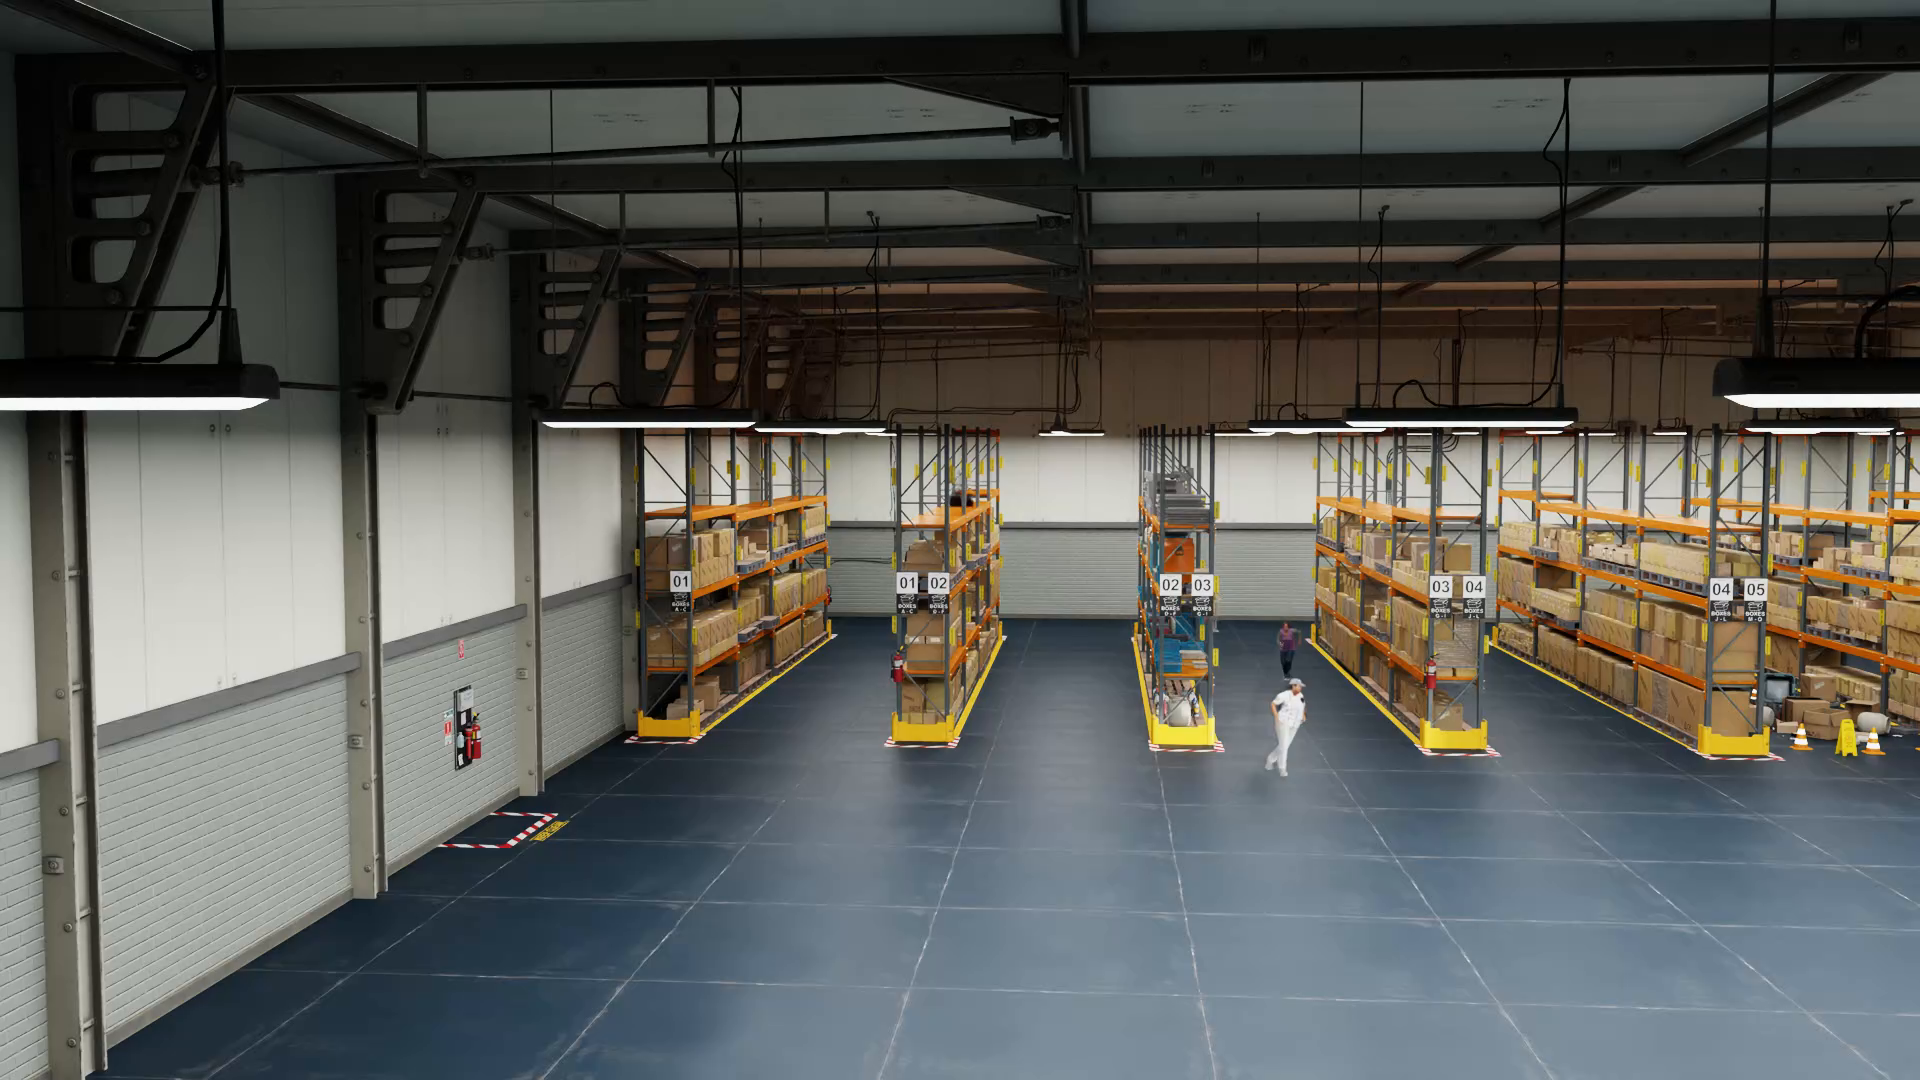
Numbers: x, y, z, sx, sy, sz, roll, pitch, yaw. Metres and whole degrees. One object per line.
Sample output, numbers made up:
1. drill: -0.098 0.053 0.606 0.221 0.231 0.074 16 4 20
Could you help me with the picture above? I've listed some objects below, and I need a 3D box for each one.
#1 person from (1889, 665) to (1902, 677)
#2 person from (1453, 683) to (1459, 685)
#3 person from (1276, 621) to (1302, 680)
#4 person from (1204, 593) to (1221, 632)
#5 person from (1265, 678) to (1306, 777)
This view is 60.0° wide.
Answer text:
1. person: 21.705 2.639 38.712 0.639 1.485 0.831 -1 4 -18
2. person: 11.698 2.581 38.589 0.734 1.635 0.543 2 4 33
3. person: 7.732 2.610 39.090 0.570 1.439 0.821 1 4 14
4. person: 7.489 1.884 49.446 0.922 1.629 0.609 3 5 45
5. person: 5.611 3.169 28.500 0.758 1.600 0.846 -2 4 -27
